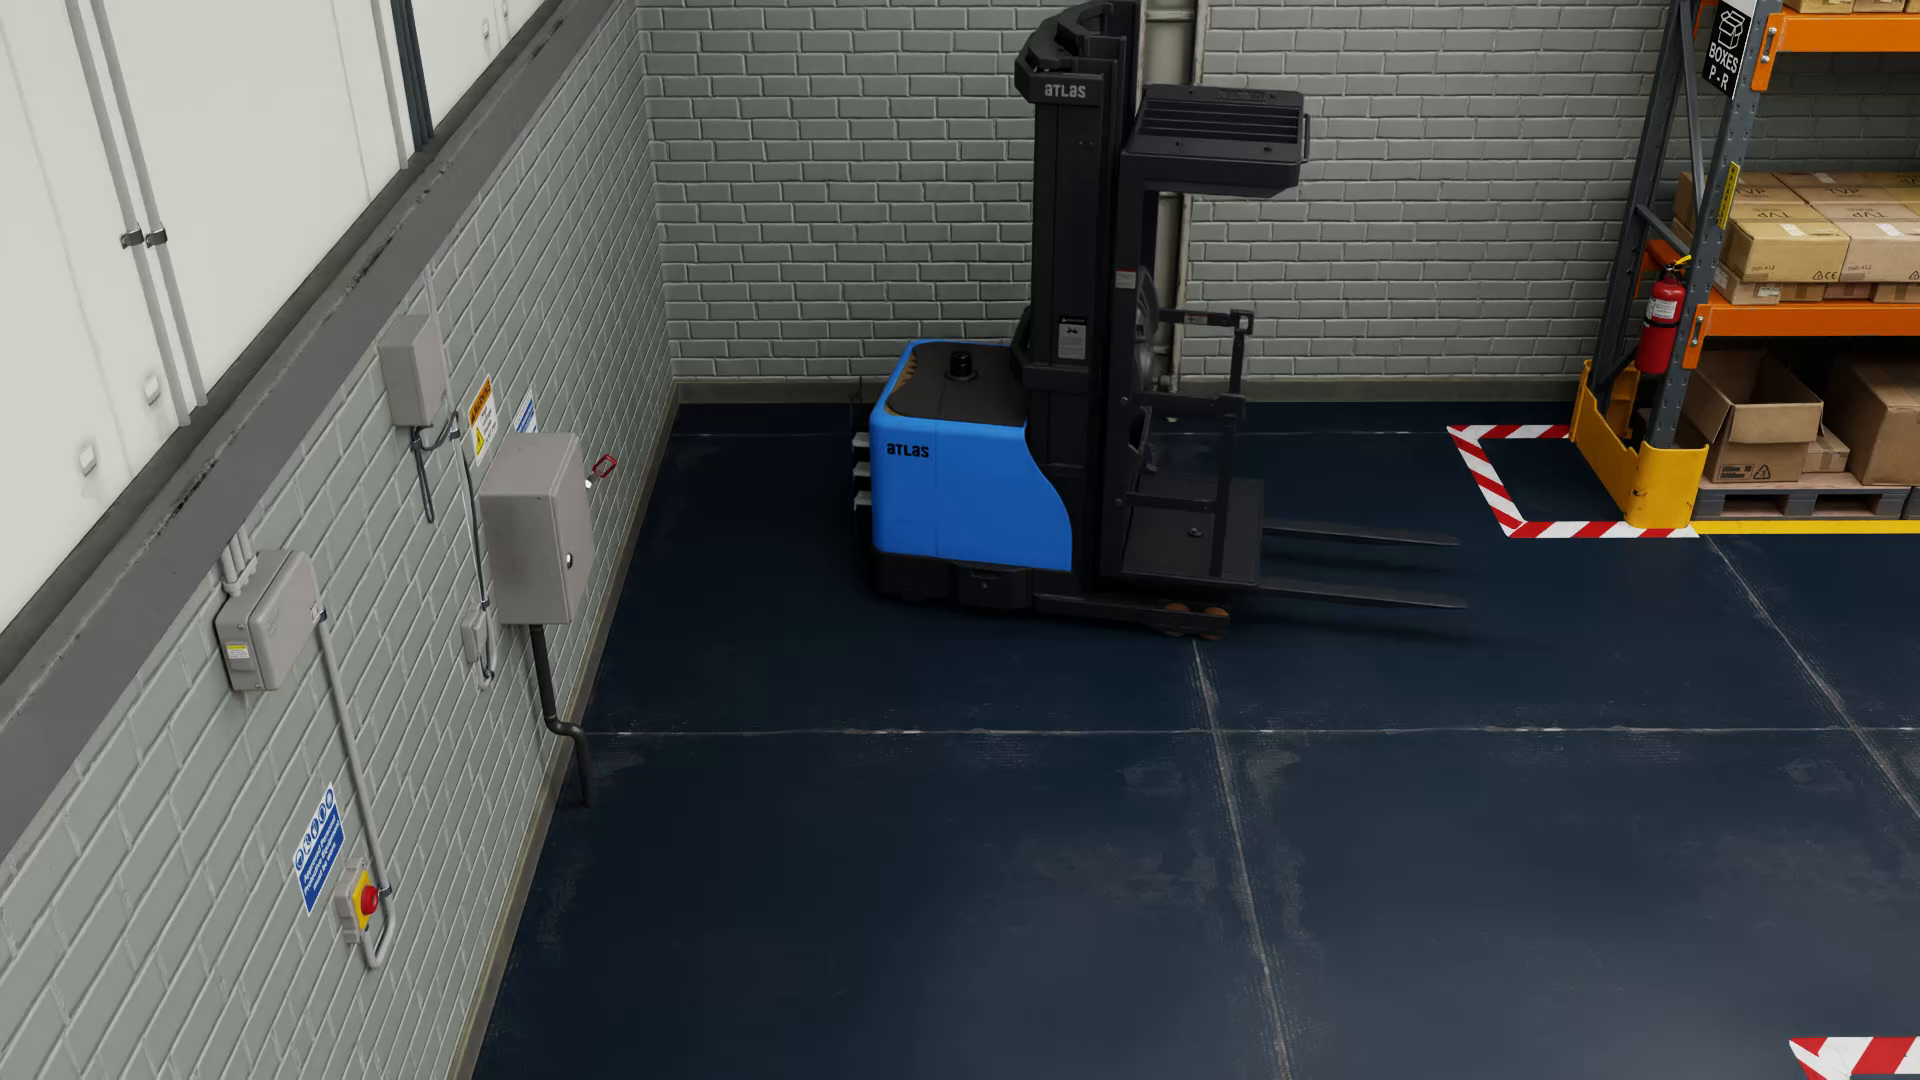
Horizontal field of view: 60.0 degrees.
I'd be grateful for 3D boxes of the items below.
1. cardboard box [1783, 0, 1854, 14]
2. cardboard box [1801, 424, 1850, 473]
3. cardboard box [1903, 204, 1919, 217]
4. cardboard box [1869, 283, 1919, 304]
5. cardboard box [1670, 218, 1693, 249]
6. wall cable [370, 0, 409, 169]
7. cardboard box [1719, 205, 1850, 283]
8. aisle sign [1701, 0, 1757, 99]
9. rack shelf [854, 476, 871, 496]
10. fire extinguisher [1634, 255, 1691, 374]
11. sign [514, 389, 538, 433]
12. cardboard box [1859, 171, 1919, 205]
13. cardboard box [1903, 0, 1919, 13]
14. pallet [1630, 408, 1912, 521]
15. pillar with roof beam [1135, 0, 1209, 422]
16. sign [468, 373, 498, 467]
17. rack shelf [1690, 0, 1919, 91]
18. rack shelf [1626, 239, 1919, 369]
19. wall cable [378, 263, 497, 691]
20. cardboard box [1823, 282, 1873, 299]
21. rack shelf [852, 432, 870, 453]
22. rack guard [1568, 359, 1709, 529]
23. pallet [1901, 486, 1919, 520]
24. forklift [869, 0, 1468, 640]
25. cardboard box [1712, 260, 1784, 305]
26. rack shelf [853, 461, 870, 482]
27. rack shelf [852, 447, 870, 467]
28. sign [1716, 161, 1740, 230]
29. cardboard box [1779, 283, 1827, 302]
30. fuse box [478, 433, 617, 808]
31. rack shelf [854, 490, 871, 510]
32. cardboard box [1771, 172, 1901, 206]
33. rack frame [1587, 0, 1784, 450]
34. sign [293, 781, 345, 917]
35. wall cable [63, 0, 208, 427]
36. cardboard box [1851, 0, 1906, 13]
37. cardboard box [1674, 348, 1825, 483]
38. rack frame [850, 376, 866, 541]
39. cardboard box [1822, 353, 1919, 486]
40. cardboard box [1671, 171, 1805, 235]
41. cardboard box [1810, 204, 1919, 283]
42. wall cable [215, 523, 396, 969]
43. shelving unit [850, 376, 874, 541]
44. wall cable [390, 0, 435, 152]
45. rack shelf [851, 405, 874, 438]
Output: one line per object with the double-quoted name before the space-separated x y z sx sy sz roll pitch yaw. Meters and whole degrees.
"cardboard box" 4.188 -2.704 8.165 0.250 0.149 0.380 0 31 1
"cardboard box" 4.905 -0.543 9.597 0.250 0.149 0.380 -1 31 -2
"cardboard box" 5.334 -1.578 8.817 0.500 0.250 0.500 -1 31 -1
"cardboard box" 4.968 -1.413 8.929 0.250 0.149 0.380 1 31 1
"cardboard box" 4.198 -1.681 9.372 0.250 0.149 0.380 -1 31 -1
"wall cable" -1.787 -1.865 3.648 0.029 3.000 2.355 0 31 0
"cardboard box" 4.323 -1.573 8.809 0.500 0.250 0.500 0 31 0
"aisle sign" 3.801 -2.607 8.150 0.004 0.787 0.394 0 31 0
"rack shelf" -0.458 -0.326 9.157 0.200 0.077 0.258 6 32 9
"fire extinguisher" 3.723 -1.216 8.796 0.183 0.674 0.296 0 31 0
"sign" -1.814 -0.349 7.025 0.001 0.494 0.329 0 31 0
"cardboard box" 5.337 -1.851 9.267 0.500 0.250 0.500 1 31 1
"cardboard box" 4.707 -2.710 8.176 0.250 0.149 0.380 0 31 0
"pallet" 4.741 -0.459 9.804 1.213 0.211 1.003 0 31 0
"pillar with roof beam" 1.192 -2.439 4.595 0.400 9.000 9.100 0 31 0
"sign" -1.811 -0.458 6.317 0.001 0.242 0.339 0 31 0
"rack shelf" 5.868 -2.630 8.494 4.000 0.370 1.077 0 31 0
"rack shelf" 5.868 -1.347 9.272 4.000 0.370 1.077 0 31 0
"wall cable" -1.757 -0.214 5.732 0.122 1.984 0.588 0 31 0
"cardboard box" 4.715 -1.444 8.980 0.250 0.149 0.380 -1 31 -1
"rack shelf" -0.458 -0.556 9.017 0.200 0.077 0.258 6 32 9
"rack guard" 3.944 -0.580 9.724 0.348 0.500 1.175 0 31 0
"pallet" 5.958 -0.462 9.808 1.213 0.211 1.003 0 31 0
"forklift" 1.101 -1.046 8.148 3.031 2.935 1.130 6 32 9
"cardboard box" 4.198 -1.400 8.908 0.250 0.149 0.380 0 31 -1
"rack shelf" -0.458 -0.403 9.110 0.200 0.077 0.258 6 32 9
"rack shelf" -0.458 -0.479 9.063 0.200 0.077 0.258 6 32 9
"sign" 3.871 -1.737 8.387 0.005 0.325 0.100 0 31 0
"cardboard box" 4.452 -1.425 8.949 0.250 0.149 0.380 1 31 1
"fuse box" -1.604 0.417 6.914 0.414 1.711 0.539 0 31 0
"rack shelf" -0.458 -0.249 9.204 0.200 0.077 0.258 6 32 9
"cardboard box" 4.842 -1.852 9.268 0.500 0.250 0.500 0 31 0
"rack frame" 3.868 -1.649 9.075 0.127 3.000 1.000 0 31 0
"sign" -1.798 0.866 4.671 0.001 0.218 0.327 0 31 0
"wall cable" -1.785 -1.475 3.005 0.029 3.000 0.463 0 31 0
"cardboard box" 4.450 -2.718 8.189 0.250 0.149 0.380 0 31 1
"cardboard box" 4.480 -0.714 9.536 0.637 0.503 0.797 -1 31 -2
"rack frame" -0.558 -0.441 9.109 0.006 0.900 0.240 6 32 9
"cardboard box" 5.335 -0.695 9.508 0.500 0.500 0.700 1 31 2
"cardboard box" 4.326 -1.851 9.266 0.500 0.250 0.500 1 31 1
"cardboard box" 4.827 -1.575 8.812 0.500 0.250 0.500 0 31 0
"wall cable" -1.737 0.508 4.511 0.123 1.953 0.585 0 31 0
"shelving unit" -0.458 -0.431 9.093 0.210 0.900 0.258 6 32 9
"wall cable" -1.766 -3.326 6.021 0.133 3.039 2.988 0 31 0
"rack shelf" -0.458 -0.633 8.970 0.200 0.077 0.258 6 32 9
